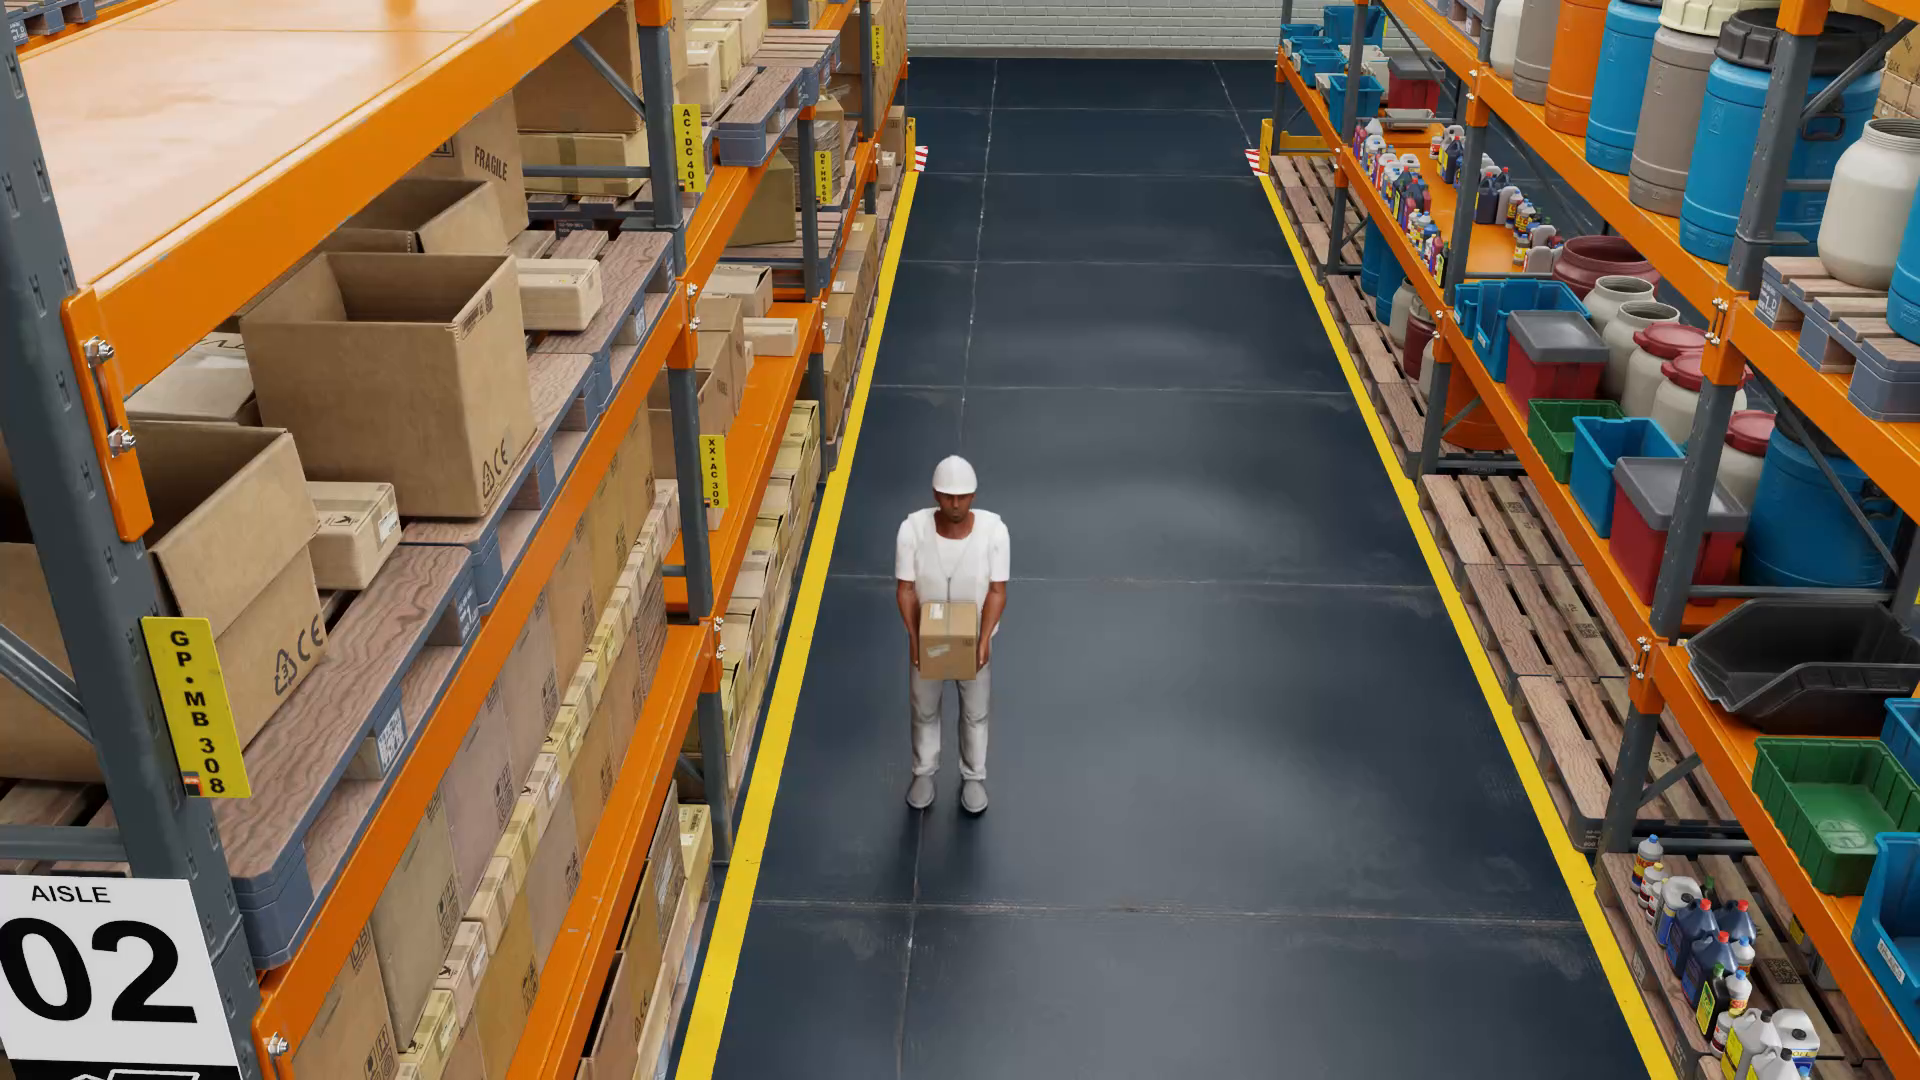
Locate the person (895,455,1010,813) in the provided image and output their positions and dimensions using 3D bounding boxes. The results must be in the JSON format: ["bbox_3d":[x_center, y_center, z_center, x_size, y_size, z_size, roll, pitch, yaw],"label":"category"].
[{"bbox_3d":[-0.037,0.481,7.682,0.528,1.769,0.567,1,28,2],"label":"person"}]
